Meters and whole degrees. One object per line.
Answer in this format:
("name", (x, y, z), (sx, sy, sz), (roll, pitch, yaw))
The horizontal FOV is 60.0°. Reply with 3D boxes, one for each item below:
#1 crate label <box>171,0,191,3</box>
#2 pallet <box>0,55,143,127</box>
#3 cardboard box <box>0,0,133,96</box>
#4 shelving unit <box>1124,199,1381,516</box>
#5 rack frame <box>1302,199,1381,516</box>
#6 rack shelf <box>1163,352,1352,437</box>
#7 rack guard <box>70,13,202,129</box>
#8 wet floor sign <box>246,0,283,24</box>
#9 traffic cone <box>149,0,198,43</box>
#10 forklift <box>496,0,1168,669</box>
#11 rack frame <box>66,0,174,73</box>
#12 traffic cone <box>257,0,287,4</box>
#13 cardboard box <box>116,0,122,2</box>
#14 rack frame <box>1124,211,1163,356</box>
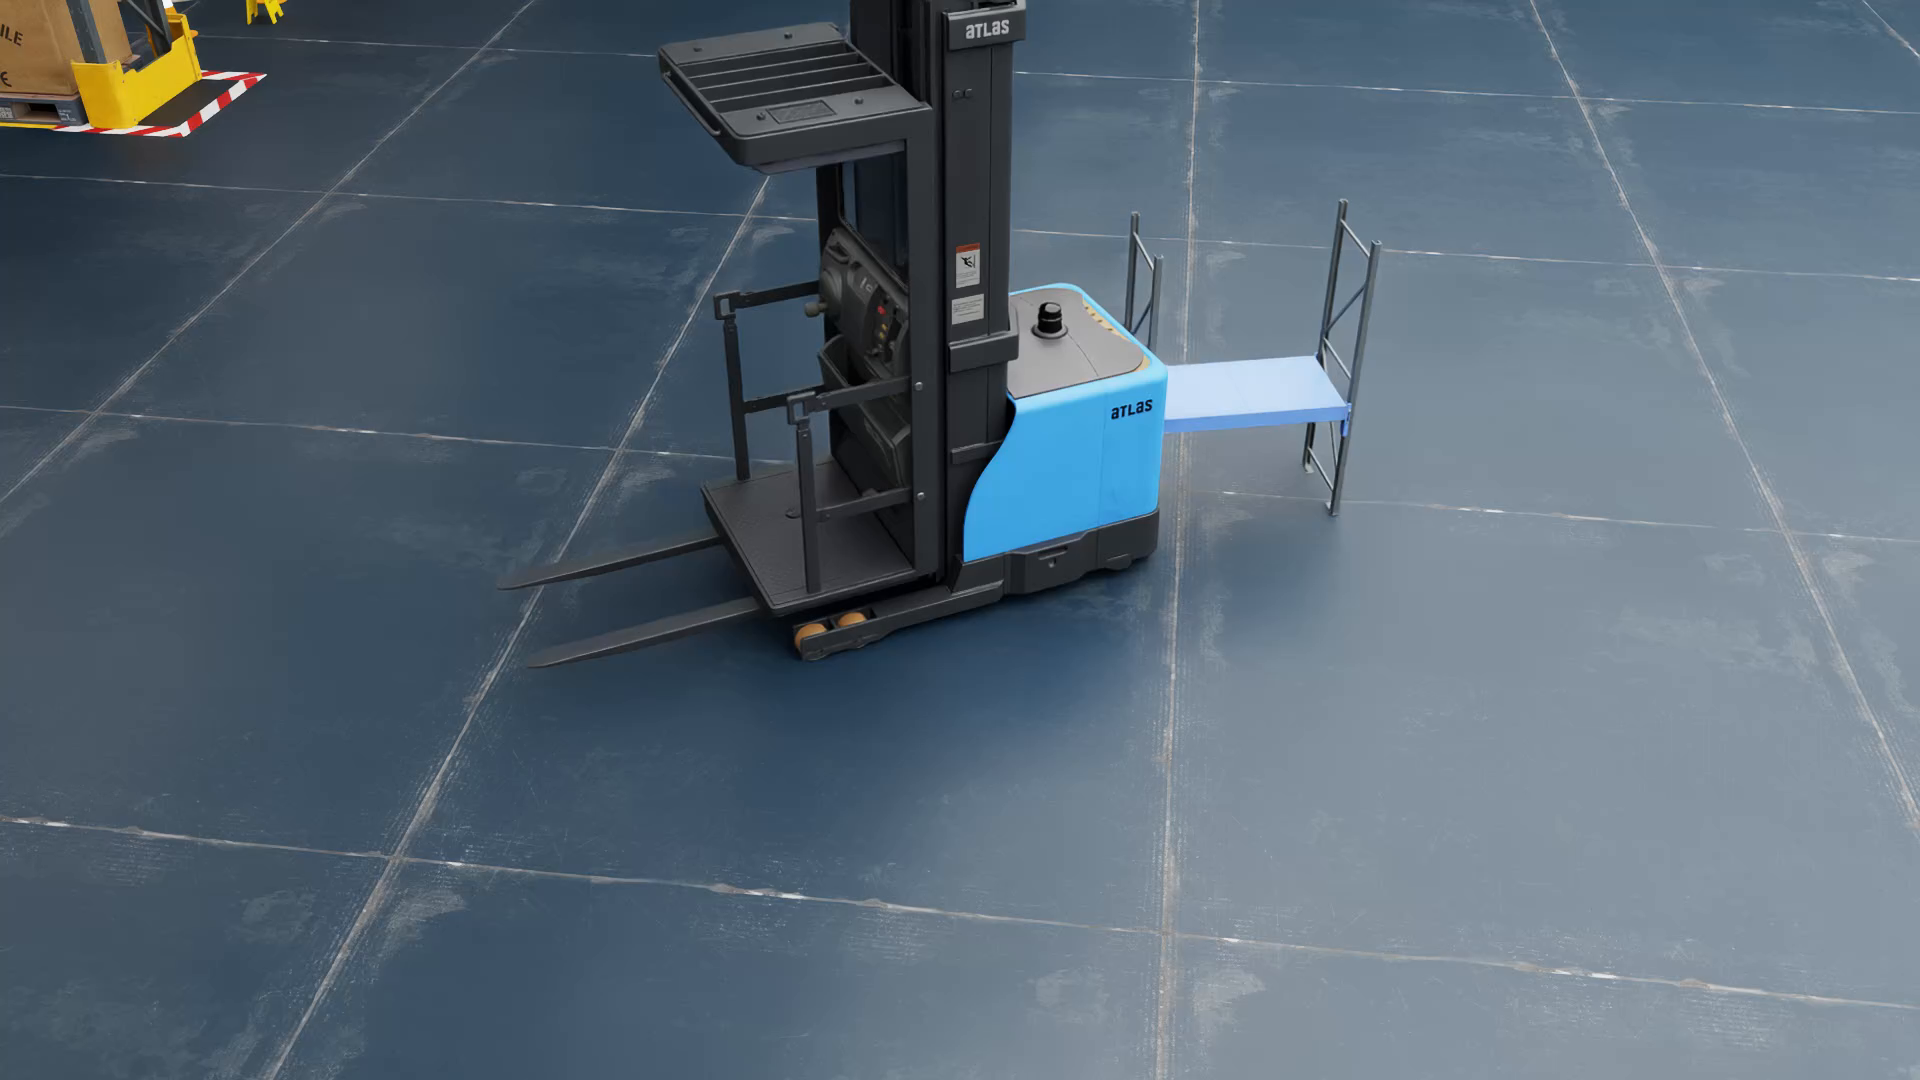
("crate label", (-7.071, -5.024, 15.171), (0.298, 0.136, 0.250), (-14, 38, -18))
("pallet", (-7.221, -3.562, 13.060), (1.213, 0.211, 1.003), (4, 36, 6))
("cardboard box", (-7.099, -4.001, 12.742), (0.875, 0.875, 0.875), (4, 36, 6))
("shelving unit", (1.362, -0.835, 8.130), (1.048, 1.500, 0.538), (-5, 36, -7))
("rack frame", (1.865, -0.878, 8.189), (0.032, 1.500, 0.500), (-5, 36, -7))
("rack shelf", (1.362, -0.689, 8.234), (1.000, 0.185, 0.538), (-5, 36, -7))
("rack guard", (-6.395, -3.664, 12.954), (0.348, 0.500, 1.175), (4, 36, 6))
("wet floor sign", (-6.138, -4.864, 14.509), (0.232, 0.644, 0.267), (-2, 36, -2))
("traffic cone", (-6.764, -4.508, 14.168), (0.334, 0.463, 0.336), (4, 36, 6))
("forklift", (-0.605, -1.001, 7.129), (3.031, 2.935, 1.130), (-15, 38, -19))
("rack frame", (-6.418, -4.683, 12.230), (0.127, 3.000, 1.000), (4, 36, 6))
("traffic cone", (-6.283, -5.134, 15.045), (0.334, 0.463, 0.336), (4, 36, 6))
("cardboard box", (-7.953, -5.198, 15.100), (0.637, 0.503, 0.797), (-20, 40, -26))
("rack frame", (0.859, -0.793, 8.070), (0.032, 1.500, 0.500), (-5, 36, -7))
